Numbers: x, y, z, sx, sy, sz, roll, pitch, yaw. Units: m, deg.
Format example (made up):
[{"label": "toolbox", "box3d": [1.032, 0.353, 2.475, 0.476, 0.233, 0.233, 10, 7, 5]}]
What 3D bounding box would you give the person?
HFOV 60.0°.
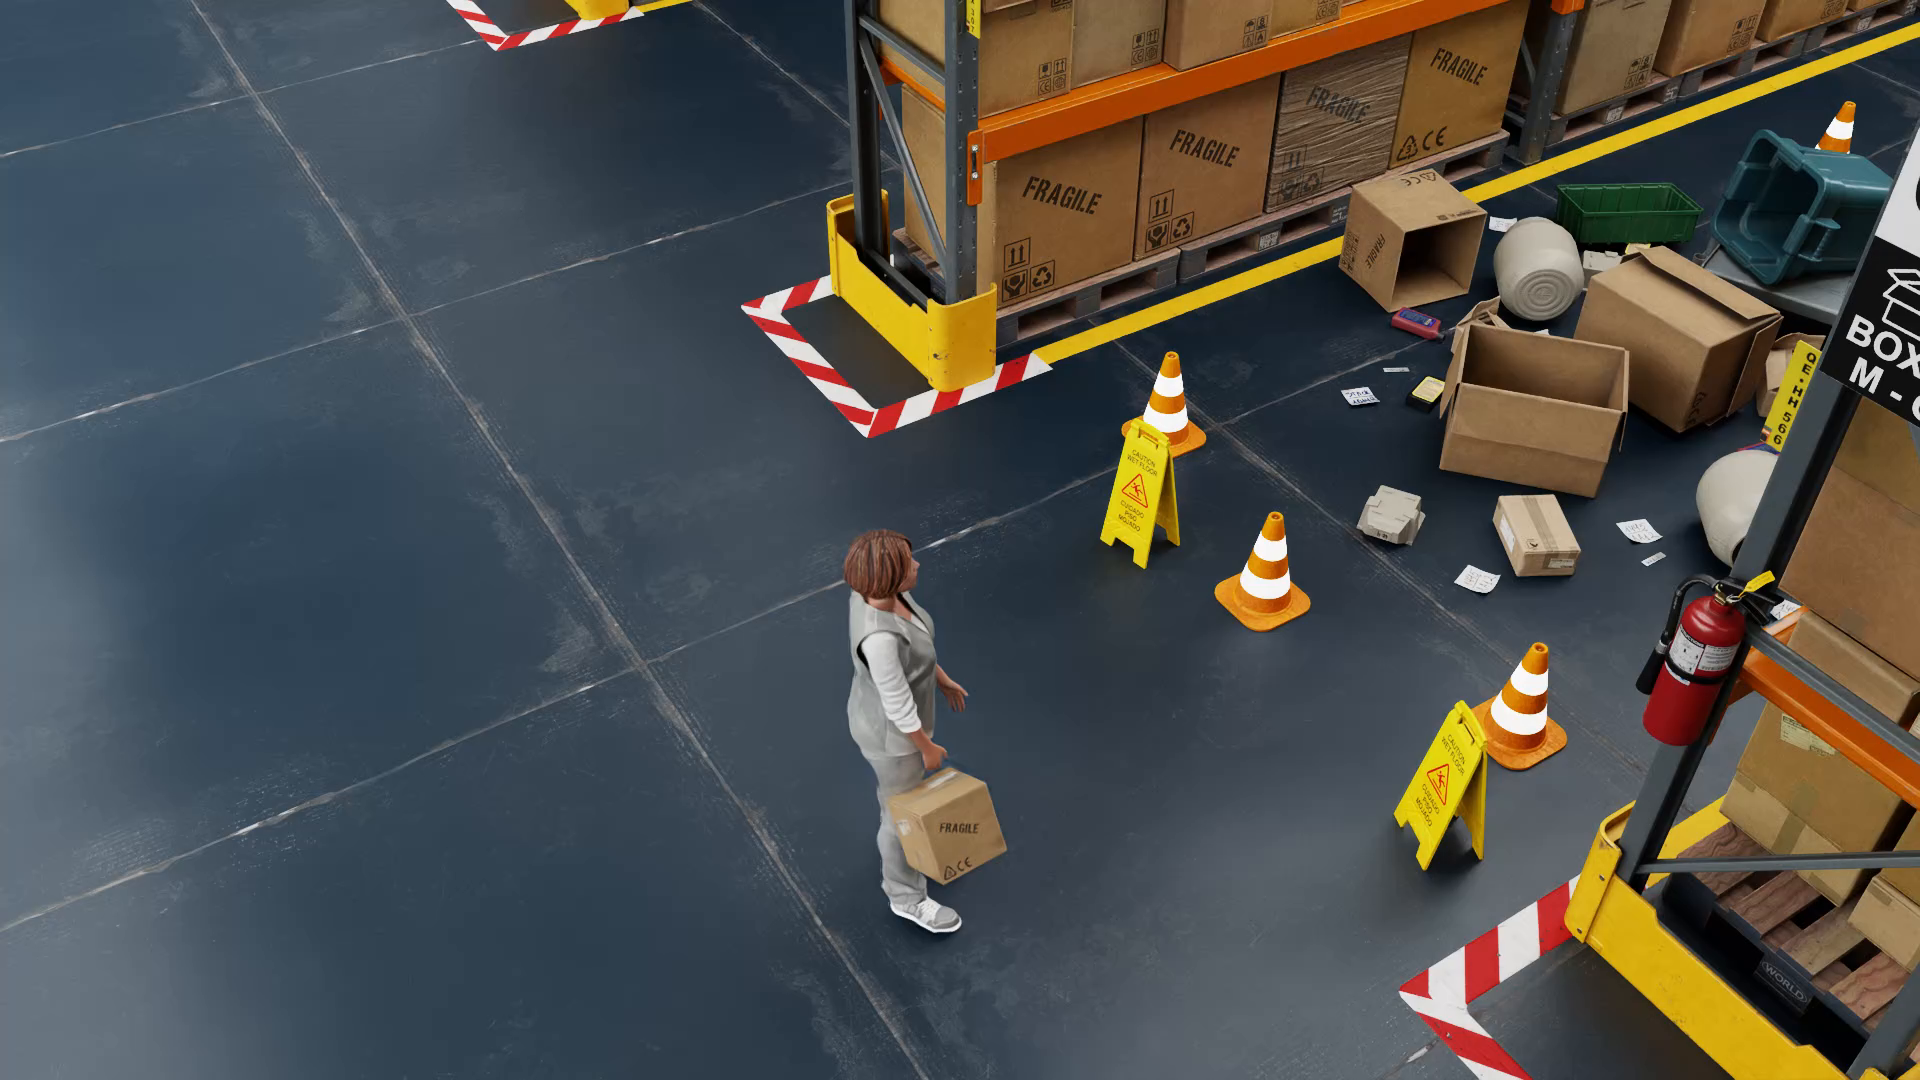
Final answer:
[{"label": "person", "box3d": [-0.165, 0.620, 5.435, 0.403, 1.607, 0.478, -3, 41, -3]}]
